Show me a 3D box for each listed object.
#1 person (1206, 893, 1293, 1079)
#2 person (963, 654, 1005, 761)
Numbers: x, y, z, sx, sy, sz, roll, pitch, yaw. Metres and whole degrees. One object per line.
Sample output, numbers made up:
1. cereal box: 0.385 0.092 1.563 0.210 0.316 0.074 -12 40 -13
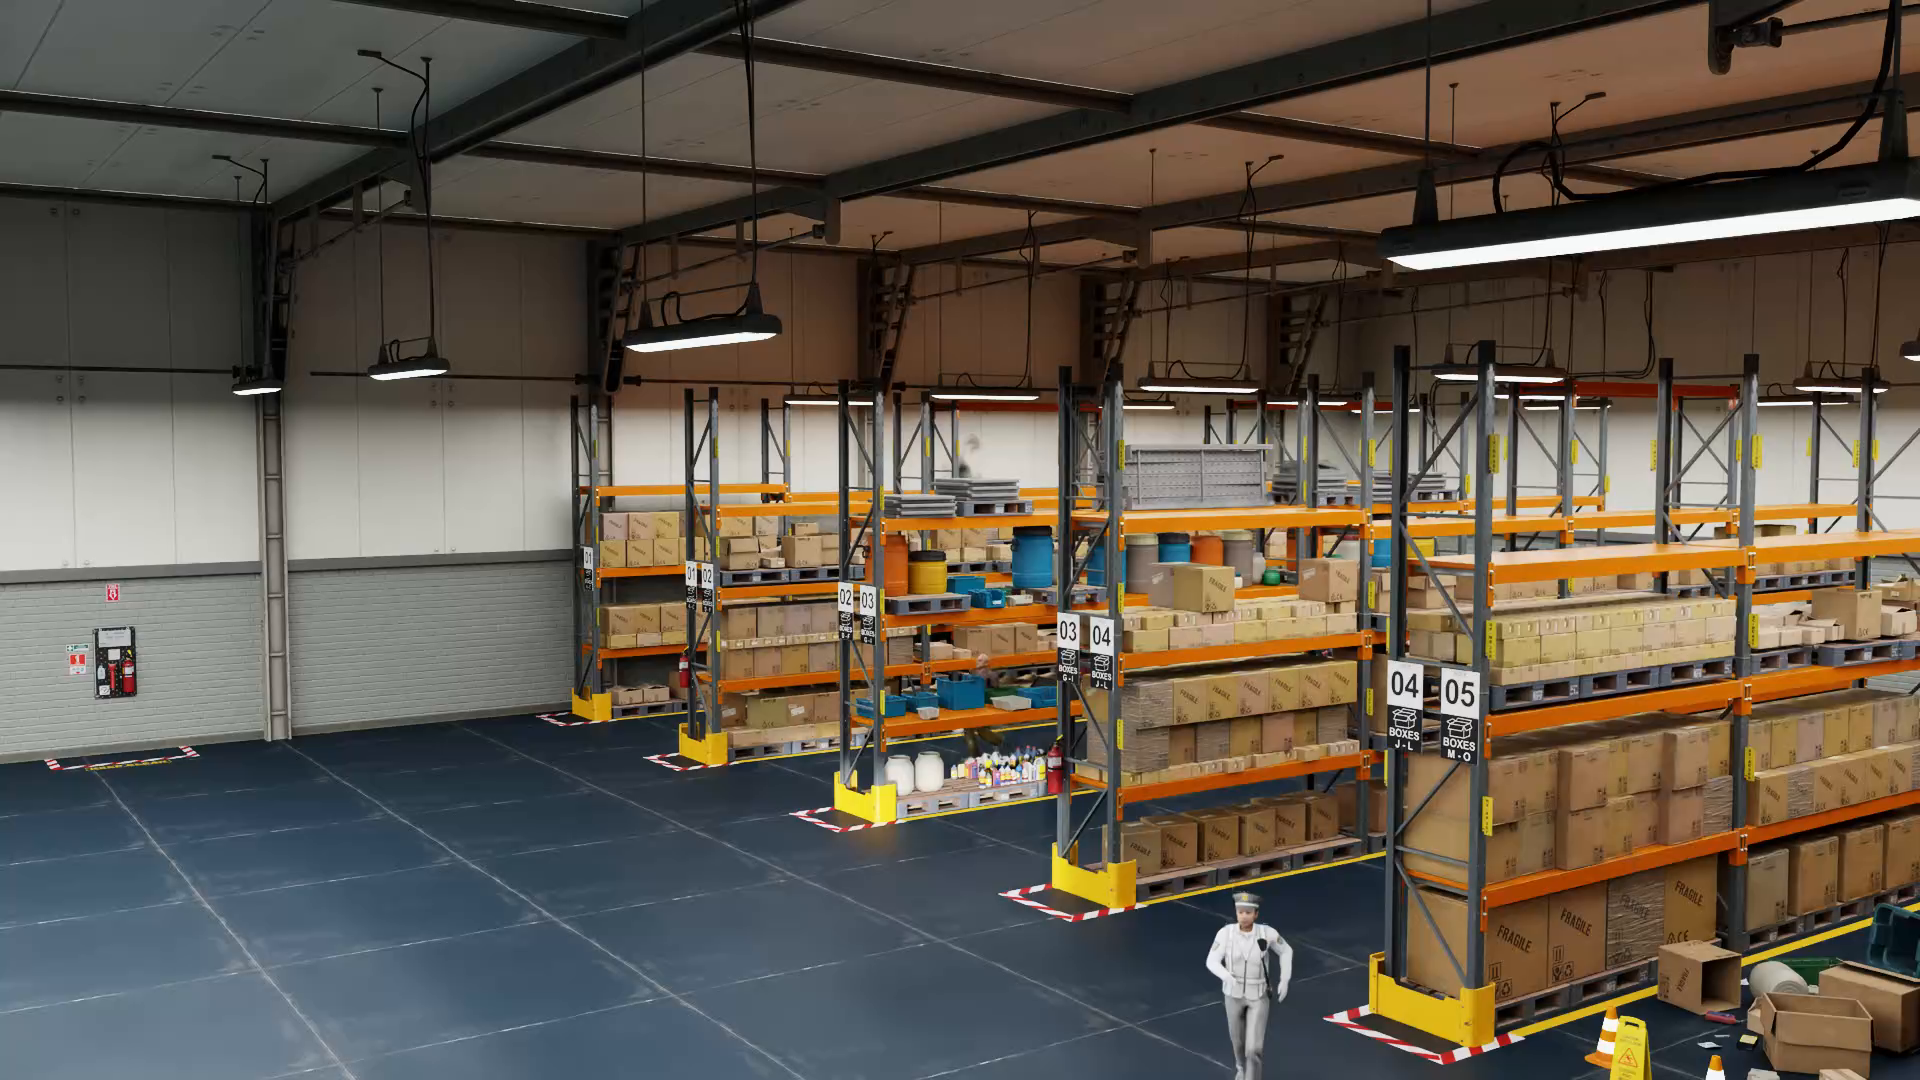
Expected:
1. person: 2.227 3.553 12.830 0.628 1.757 0.753 1 4 19
2. person: 0.324 2.692 26.655 0.749 1.733 0.715 -3 5 -44
